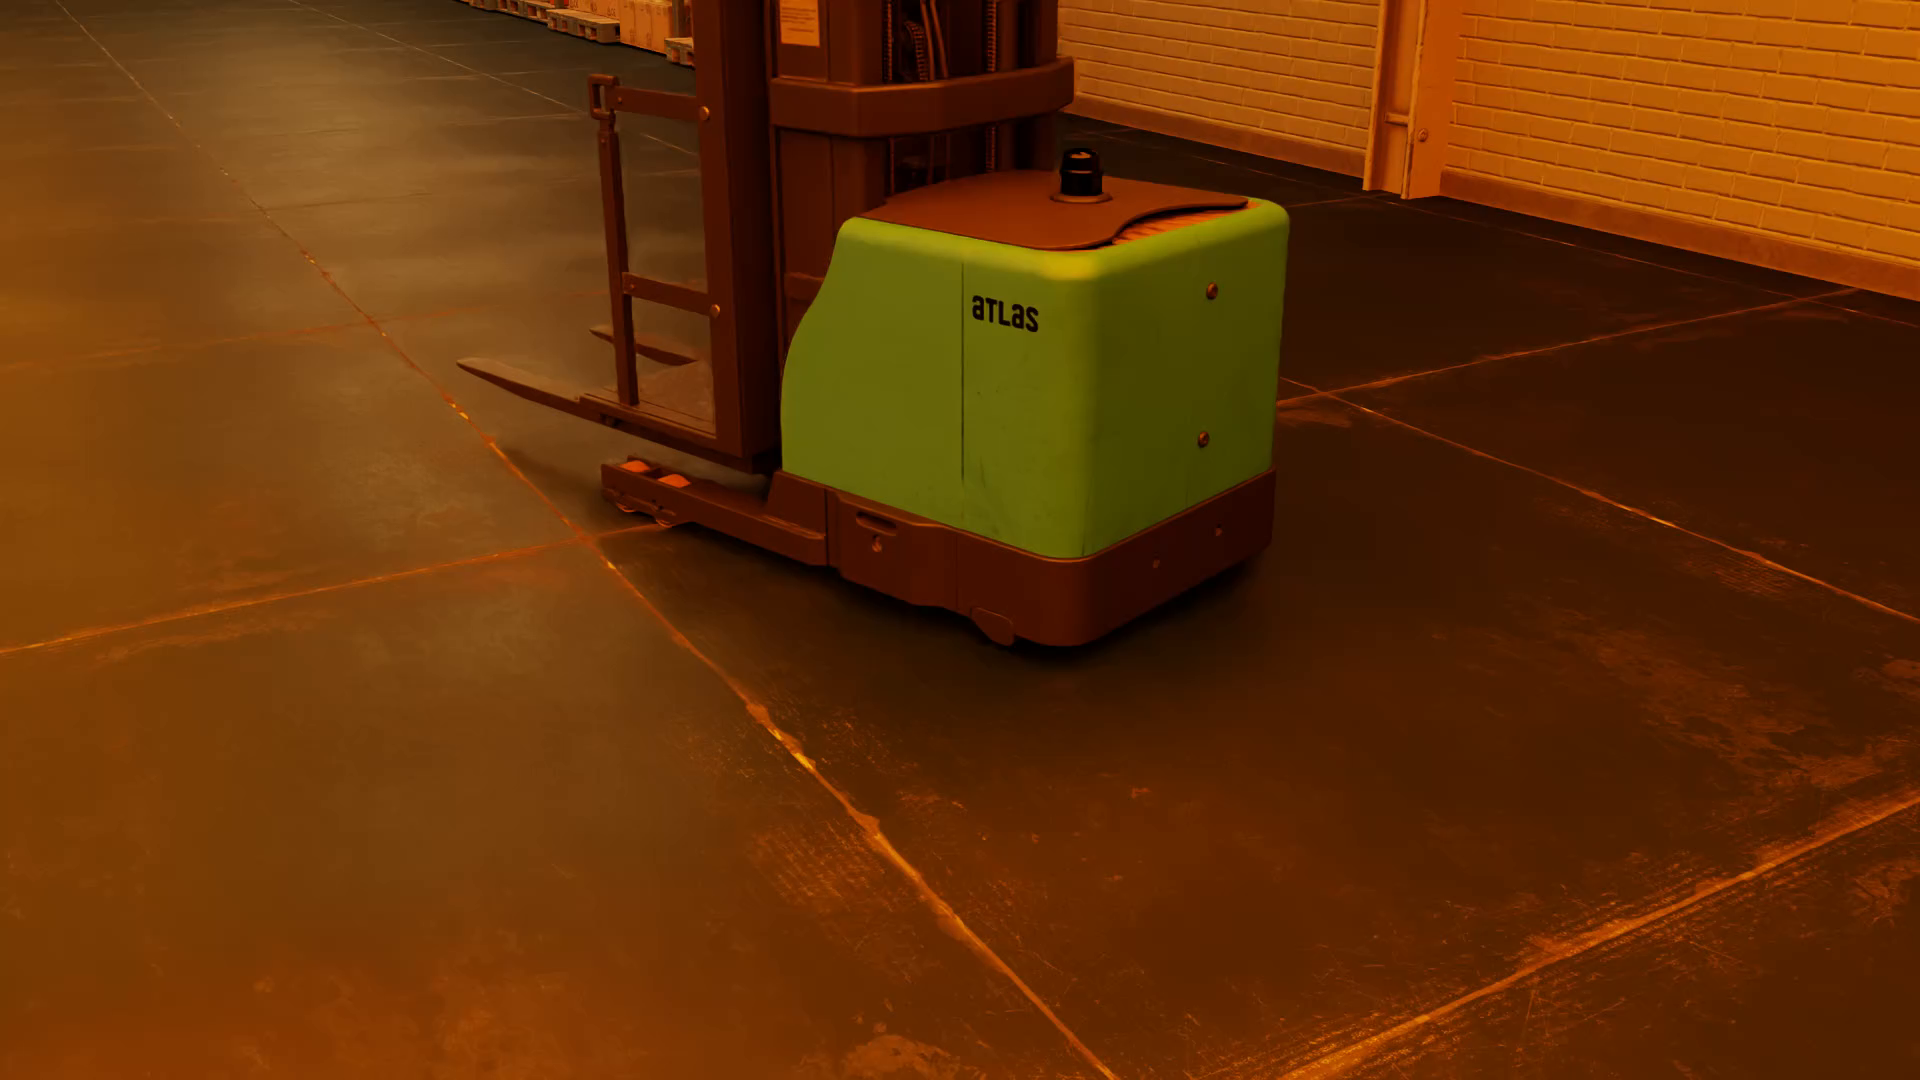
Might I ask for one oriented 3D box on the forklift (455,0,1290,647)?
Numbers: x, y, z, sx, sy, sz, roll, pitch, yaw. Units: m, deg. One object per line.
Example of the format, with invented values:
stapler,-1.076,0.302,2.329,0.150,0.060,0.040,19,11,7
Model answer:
forklift,-0.515,-1.526,4.994,3.031,2.935,1.130,18,29,38
